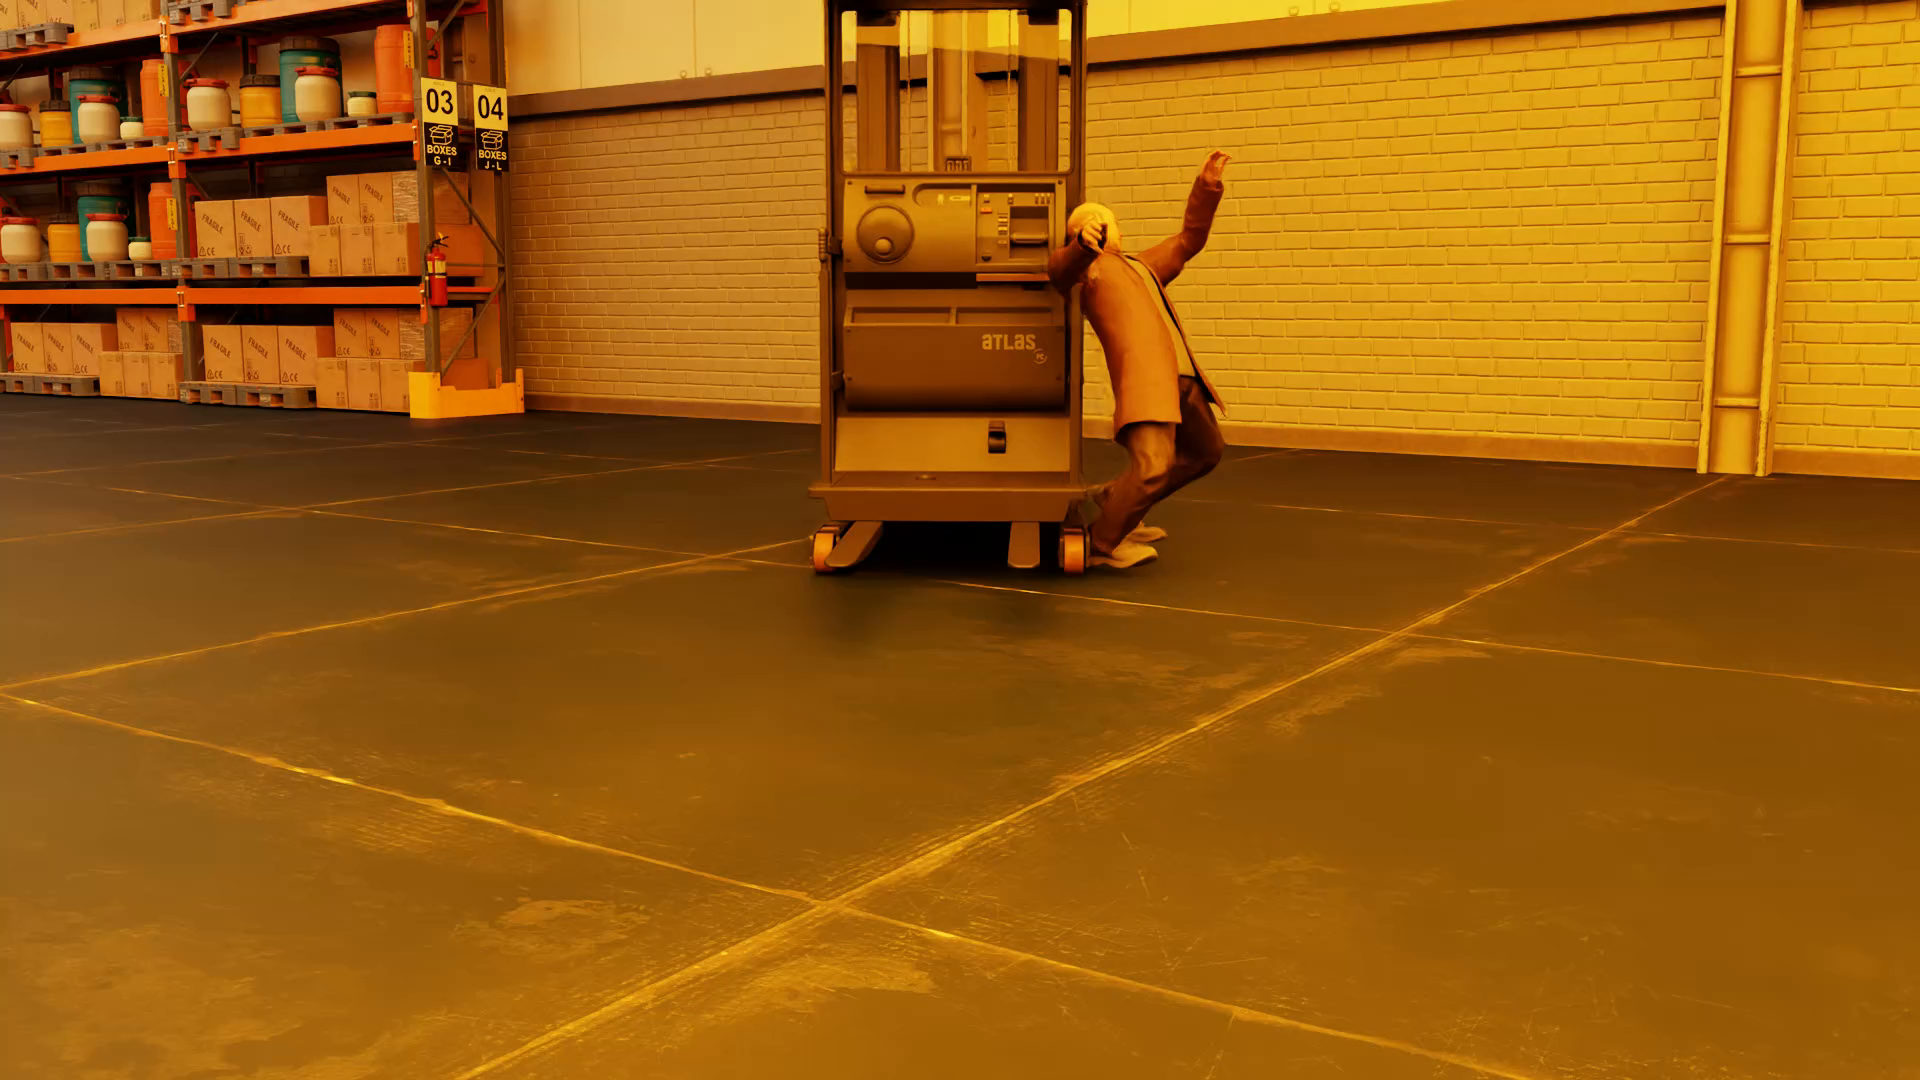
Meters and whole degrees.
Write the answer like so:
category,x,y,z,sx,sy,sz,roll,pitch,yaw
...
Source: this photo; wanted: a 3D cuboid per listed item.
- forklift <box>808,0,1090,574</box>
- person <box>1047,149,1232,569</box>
category,x,y,z,sx,sy,sz,roll,pitch,yaw
forklift,-0.030,-1.358,6.743,1.130,2.935,3.031,0,8,3
person,0.613,-0.707,6.542,0.677,1.639,1.107,5,9,30
